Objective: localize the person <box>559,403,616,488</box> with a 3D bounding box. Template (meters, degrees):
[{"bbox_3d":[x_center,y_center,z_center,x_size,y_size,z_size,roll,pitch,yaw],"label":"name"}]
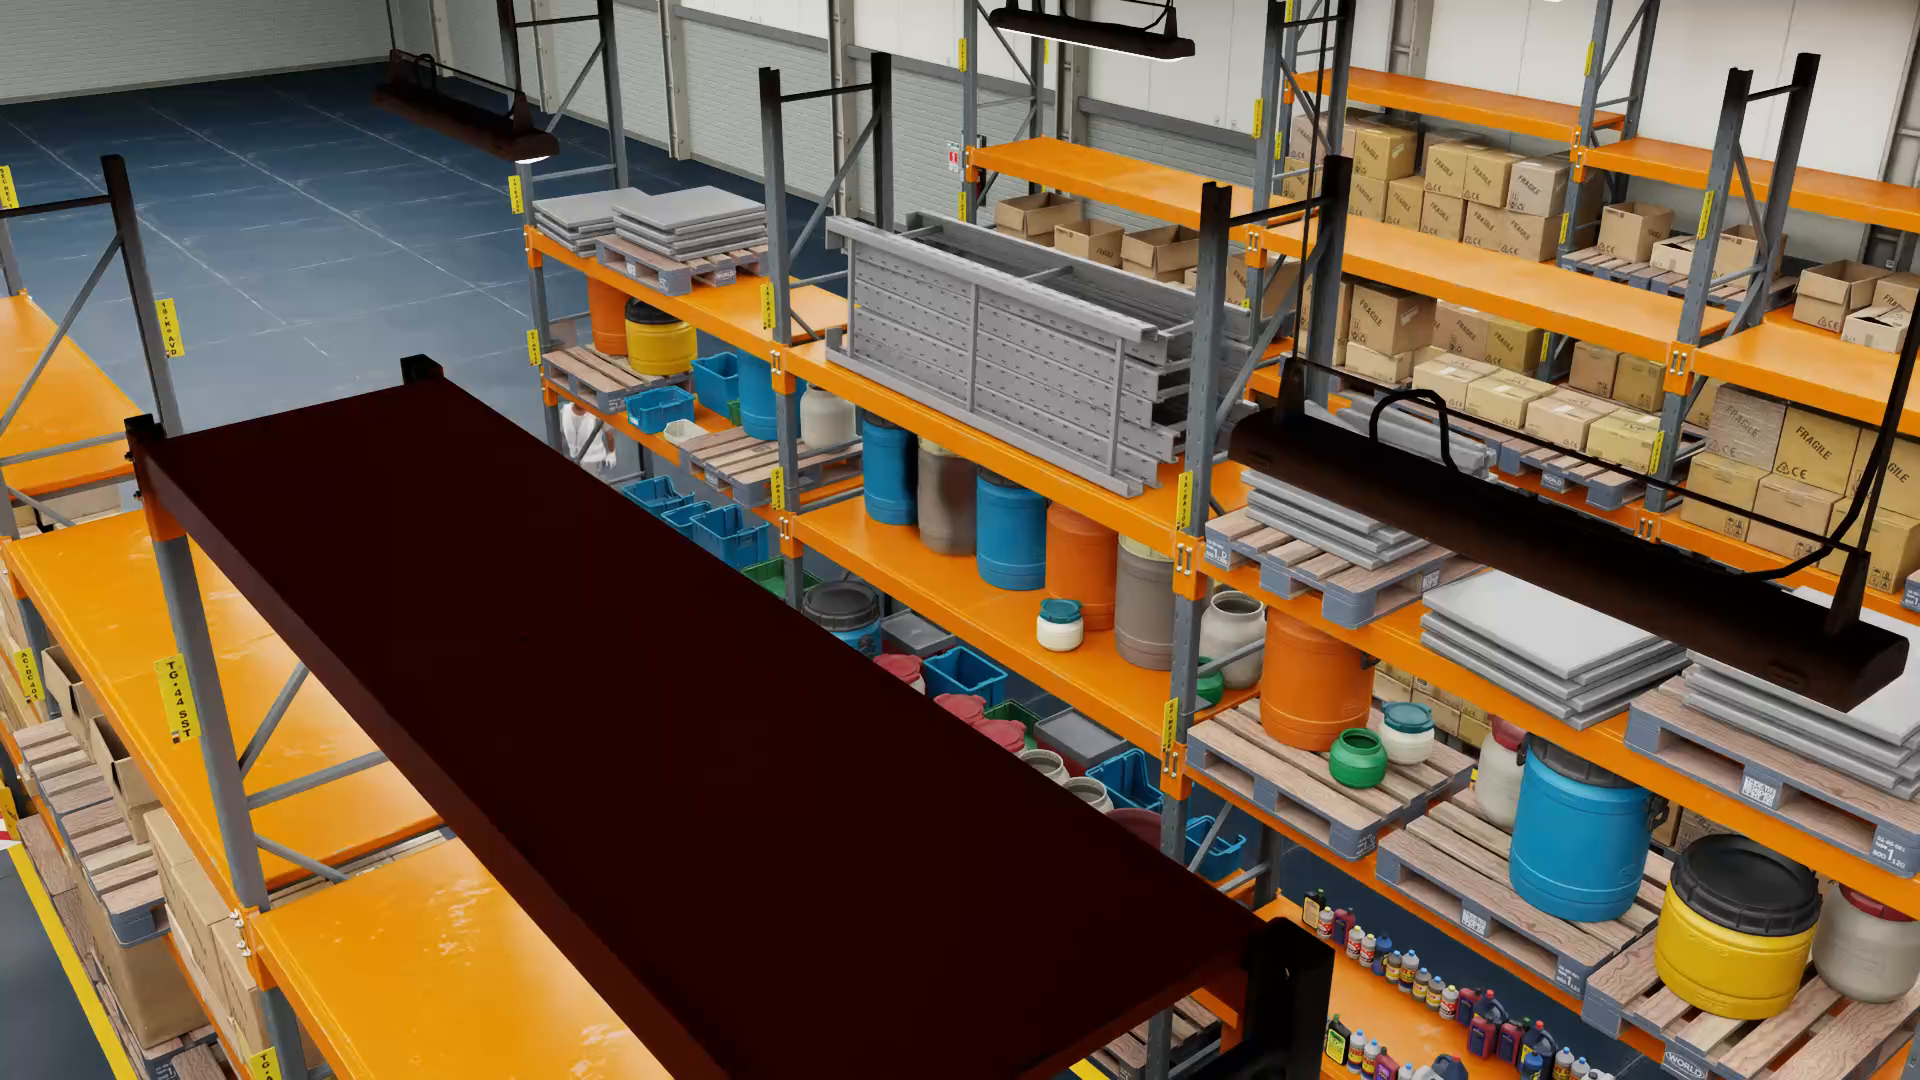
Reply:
[{"bbox_3d":[-4.137,-0.887,18.018,1.002,1.731,0.489,-23,34,-39],"label":"person"}]
